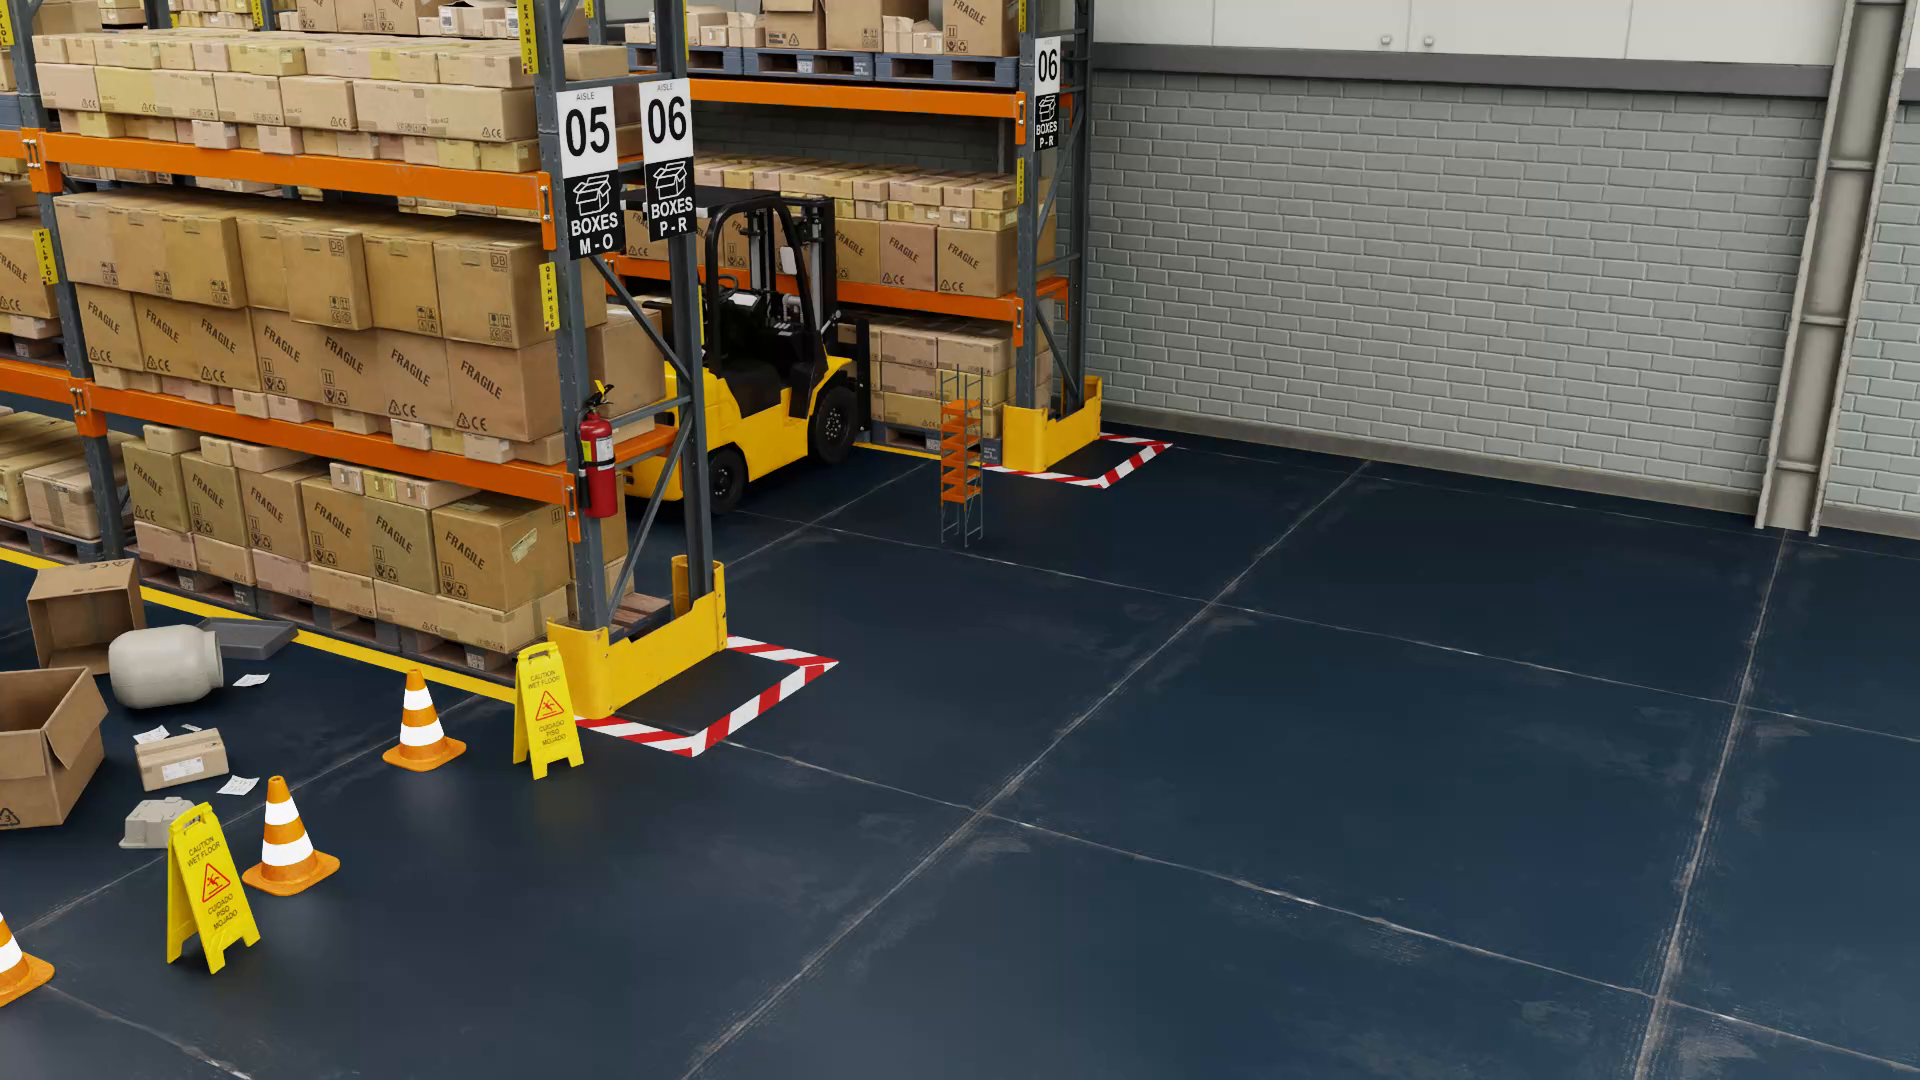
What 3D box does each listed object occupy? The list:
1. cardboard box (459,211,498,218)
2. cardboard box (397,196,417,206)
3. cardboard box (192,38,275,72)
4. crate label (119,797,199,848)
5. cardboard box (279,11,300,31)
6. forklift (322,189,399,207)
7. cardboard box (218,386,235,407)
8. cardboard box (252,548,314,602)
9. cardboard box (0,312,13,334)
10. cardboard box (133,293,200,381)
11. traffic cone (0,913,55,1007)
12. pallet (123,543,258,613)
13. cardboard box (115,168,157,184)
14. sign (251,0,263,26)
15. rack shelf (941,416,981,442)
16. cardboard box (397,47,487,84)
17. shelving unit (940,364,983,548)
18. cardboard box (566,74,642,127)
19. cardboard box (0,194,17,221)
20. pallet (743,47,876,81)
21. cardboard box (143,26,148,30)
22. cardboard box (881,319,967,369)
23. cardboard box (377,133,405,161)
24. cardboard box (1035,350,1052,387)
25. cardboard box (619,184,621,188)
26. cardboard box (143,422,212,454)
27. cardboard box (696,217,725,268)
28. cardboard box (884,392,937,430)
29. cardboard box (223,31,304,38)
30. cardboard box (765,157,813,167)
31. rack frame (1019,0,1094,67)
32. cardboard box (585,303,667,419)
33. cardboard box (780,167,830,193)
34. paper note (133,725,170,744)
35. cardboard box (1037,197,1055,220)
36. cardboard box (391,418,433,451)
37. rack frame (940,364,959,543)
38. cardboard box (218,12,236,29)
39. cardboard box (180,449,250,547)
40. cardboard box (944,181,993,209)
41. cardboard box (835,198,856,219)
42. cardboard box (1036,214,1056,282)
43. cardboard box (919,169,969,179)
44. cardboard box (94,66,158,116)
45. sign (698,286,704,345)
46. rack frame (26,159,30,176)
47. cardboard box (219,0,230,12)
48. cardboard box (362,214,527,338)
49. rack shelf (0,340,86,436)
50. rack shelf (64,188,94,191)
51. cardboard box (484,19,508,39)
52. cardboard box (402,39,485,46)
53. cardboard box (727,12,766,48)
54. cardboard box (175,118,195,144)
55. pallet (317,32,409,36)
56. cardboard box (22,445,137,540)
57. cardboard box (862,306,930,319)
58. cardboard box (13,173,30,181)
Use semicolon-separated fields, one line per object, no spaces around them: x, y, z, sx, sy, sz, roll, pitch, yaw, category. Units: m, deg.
-4.199;-2.898;15.176;0.500;0.250;0.500;11;23;28;cardboard box
-5.111;-3.296;15.540;0.500;0.250;0.500;10;22;26;cardboard box
-3.910;-2.628;9.011;0.250;0.149;0.380;10;22;26;cardboard box
-3.663;1.287;7.615;0.298;0.136;0.250;0;20;-1;crate label
-6.107;-4.850;15.519;0.250;0.166;0.380;11;23;27;cardboard box
-4.917;-1.969;12.495;3.031;2.935;1.130;-7;21;-19;forklift
-4.131;-0.897;9.806;0.250;0.149;0.380;11;23;27;cardboard box
-3.870;0.136;10.008;0.500;0.250;0.500;10;22;27;cardboard box
-5.995;-1.443;10.696;0.250;0.149;0.380;10;22;26;cardboard box
-4.491;-1.265;9.870;0.500;0.500;0.500;11;23;27;cardboard box
-3.794;1.526;6.478;0.334;0.463;0.336;11;23;27;traffic cone
-4.585;0.101;10.776;1.213;0.211;1.003;11;23;27;pallet
-8.305;-4.000;17.231;0.500;0.500;0.700;11;23;27;cardboard box
-6.530;-4.946;15.445;0.005;0.325;0.100;11;23;27;sign
0.013;-0.745;11.087;0.180;0.103;0.258;11;23;27;rack shelf
-2.574;-2.372;8.306;0.250;0.149;0.380;11;22;27;cardboard box
0.013;-0.562;11.154;0.189;1.200;0.258;11;23;27;shelving unit
-2.006;-2.288;8.658;0.500;0.250;0.500;10;22;26;cardboard box
-6.310;-2.120;10.661;0.250;0.149;0.380;10;22;26;cardboard box
-0.953;-3.820;13.228;1.213;0.211;1.003;11;23;27;pallet
-7.706;-4.973;16.498;0.500;0.250;0.500;11;23;27;cardboard box
-0.282;-1.566;13.232;0.500;0.250;0.500;11;23;28;cardboard box
-2.782;-2.061;8.619;0.250;0.149;0.380;11;23;28;cardboard box
0.411;-1.404;13.519;0.500;0.250;0.500;11;23;28;cardboard box
-3.178;-3.132;14.502;0.250;0.149;0.380;12;23;29;cardboard box
-4.726;-0.656;10.140;0.250;0.149;0.380;11;23;28;cardboard box
-2.049;-2.603;13.995;0.500;0.500;0.500;11;23;28;cardboard box
-0.273;-1.098;13.410;0.500;0.250;0.500;11;23;27;cardboard box
-4.067;-2.895;9.749;0.250;0.149;0.380;12;23;29;cardboard box
-1.443;-3.151;14.120;0.250;0.149;0.380;10;22;26;cardboard box
0.721;-4.944;11.798;0.127;3.000;1.000;11;23;27;rack frame
-1.975;-0.994;9.123;0.500;0.500;0.500;10;22;26;cardboard box
-1.248;-2.913;13.462;0.250;0.149;0.380;11;23;28;cardboard box
-4.161;1.005;8.566;0.148;0.019;0.142;-16;26;-38;paper note
0.551;-2.609;13.062;0.250;0.149;0.380;10;22;26;cardboard box
-2.856;-0.618;9.038;0.250;0.149;0.380;11;23;28;cardboard box
-0.067;-0.577;11.196;0.006;1.200;0.240;11;23;27;rack frame
-6.907;-5.017;16.035;0.250;0.149;0.380;10;22;26;cardboard box
-4.333;-0.304;10.121;0.500;0.500;0.500;12;23;29;cardboard box
0.075;-2.644;12.722;0.250;0.149;0.380;11;23;27;cardboard box
-0.851;-2.656;13.191;0.250;0.149;0.380;11;23;28;cardboard box
0.423;-2.336;13.259;0.500;0.500;0.500;12;23;29;cardboard box
-0.127;-2.874;13.355;0.250;0.149;0.380;11;23;28;cardboard box
-4.484;-2.552;9.388;0.500;0.250;0.500;11;22;27;cardboard box
-1.432;-1.214;9.044;0.005;0.325;0.100;11;23;27;sign
-9.756;-4.119;18.323;0.127;3.000;1.000;11;23;27;rack frame
-6.886;-5.165;16.006;0.250;0.149;0.380;10;22;25;cardboard box
-2.688;-1.409;8.801;0.500;0.500;0.700;11;23;28;cardboard box
-6.935;-1.305;11.619;4.000;0.370;1.077;11;23;27;rack shelf
-8.010;-3.449;17.528;4.000;0.370;1.077;11;23;27;rack shelf
-3.880;-4.418;14.353;0.250;0.149;0.380;11;23;27;cardboard box
-2.769;-2.606;8.950;0.250;0.149;0.380;11;23;27;cardboard box
-1.624;-4.043;13.148;0.258;0.266;0.396;10;22;26;cardboard box
-4.138;-2.308;9.299;0.250;0.149;0.380;10;22;26;cardboard box
-5.628;-4.689;15.772;1.003;0.211;1.213;12;23;30;pallet
-5.648;-0.359;11.194;0.625;0.372;0.950;11;23;28;cardboard box
-0.476;-1.803;13.888;0.500;0.250;0.500;11;22;27;cardboard box
-10.157;-3.979;18.304;0.250;0.149;0.380;11;23;28;cardboard box
